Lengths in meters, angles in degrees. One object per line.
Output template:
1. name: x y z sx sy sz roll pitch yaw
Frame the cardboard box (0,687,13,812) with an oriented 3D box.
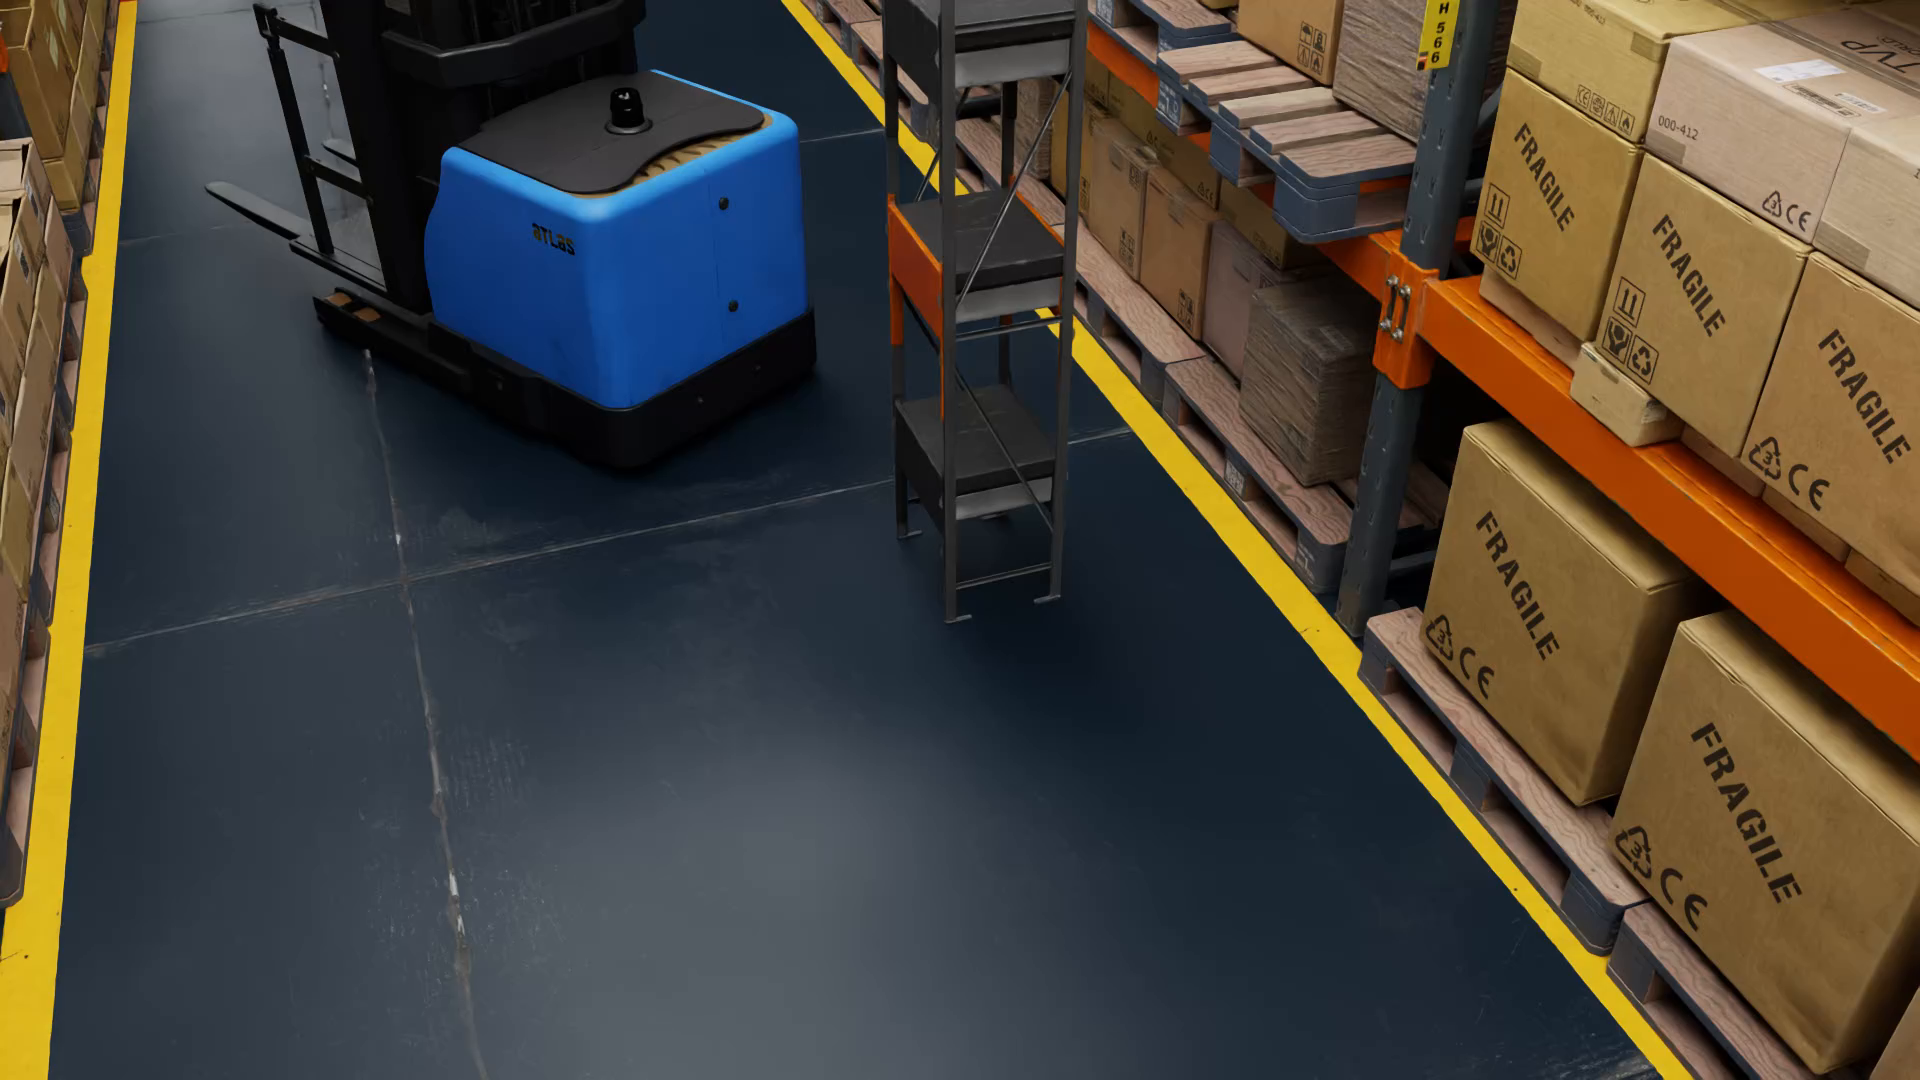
1. cardboard box: -2.847 0.588 4.413 0.500 0.250 0.500 -13 39 -16

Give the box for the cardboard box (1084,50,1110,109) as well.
1. cardboard box: 0.754 -2.090 7.120 0.500 0.250 0.500 -13 39 -17

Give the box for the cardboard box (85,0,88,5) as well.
1. cardboard box: -4.874 -3.071 8.647 0.500 0.500 0.500 -12 39 -16

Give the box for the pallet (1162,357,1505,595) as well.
1. pallet: 1.439 -0.342 6.028 1.003 0.211 1.213 -12 39 -16

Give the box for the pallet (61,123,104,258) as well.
1. pallet: -4.554 -1.590 7.685 1.003 0.211 1.213 -12 39 -16

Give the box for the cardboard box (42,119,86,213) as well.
1. cardboard box: -4.194 -1.640 7.370 0.500 0.250 0.500 -12 39 -16

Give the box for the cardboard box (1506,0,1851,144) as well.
1. cardboard box: 1.631 -1.154 3.818 0.500 0.250 0.500 -12 38 -15

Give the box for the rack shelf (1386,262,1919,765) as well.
1. rack shelf: 2.395 0.404 3.319 1.077 0.370 4.000 -12 39 -16

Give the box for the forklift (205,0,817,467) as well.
1. forklift: -2.027 -2.169 6.194 3.031 2.935 1.130 26 44 30

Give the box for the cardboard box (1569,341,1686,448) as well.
1. cardboard box: 1.693 -0.376 3.948 0.380 0.149 0.250 -11 38 -15

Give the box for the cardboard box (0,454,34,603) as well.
1. cardboard box: -3.206 0.012 5.178 0.500 0.250 0.500 -13 39 -17

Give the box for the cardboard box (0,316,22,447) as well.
1. cardboard box: -3.387 -0.510 5.404 0.500 0.311 0.500 -13 39 -17

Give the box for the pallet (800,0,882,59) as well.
1. pallet: -0.358 -3.222 9.852 1.003 0.211 1.213 -12 39 -16

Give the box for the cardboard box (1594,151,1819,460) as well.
1. cardboard box: 1.805 -0.555 3.647 0.500 0.500 0.500 -11 38 -14

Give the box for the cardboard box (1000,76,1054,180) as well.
1. cardboard box: 0.599 -2.038 7.675 0.700 0.500 0.500 -11 38 -14

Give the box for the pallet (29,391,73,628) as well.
1. pallet: -3.606 -0.033 5.619 1.003 0.211 1.213 -12 39 -16

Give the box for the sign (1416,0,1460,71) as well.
1. sign: 1.201 -1.327 4.122 0.100 0.325 0.005 -12 39 -16

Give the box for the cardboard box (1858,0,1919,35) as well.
1. cardboard box: 2.281 -0.984 3.593 0.500 0.250 0.500 -14 39 -17

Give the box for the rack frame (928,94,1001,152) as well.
1. rack frame: 0.330 -3.273 7.602 1.000 3.000 0.127 -12 39 -16

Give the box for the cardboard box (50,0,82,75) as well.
1. cardboard box: -4.529 -2.506 7.897 0.500 0.500 0.500 -12 39 -16

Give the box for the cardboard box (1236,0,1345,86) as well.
1. cardboard box: 1.318 -1.803 5.202 0.700 0.500 0.500 -16 40 -20

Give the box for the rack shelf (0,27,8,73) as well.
1. rack shelf: -3.631 -0.828 4.955 1.077 0.370 4.000 -12 39 -16

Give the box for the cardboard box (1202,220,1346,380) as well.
1. cardboard box: 1.342 -0.902 6.166 0.700 0.500 0.500 -13 39 -16

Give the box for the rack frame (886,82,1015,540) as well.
1. rack frame: -0.027 -0.883 5.177 0.400 2.100 0.015 -12 39 -16

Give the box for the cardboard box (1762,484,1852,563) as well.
1. cardboard box: 1.993 -0.114 3.601 0.380 0.149 0.250 -12 39 -15

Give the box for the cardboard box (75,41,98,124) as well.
1. cardboard box: -4.529 -2.207 8.123 0.500 0.250 0.500 -12 39 -16

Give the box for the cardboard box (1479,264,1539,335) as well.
1. cardboard box: 1.603 -0.687 4.362 0.380 0.149 0.250 -13 39 -17

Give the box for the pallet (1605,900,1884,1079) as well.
1. pallet: 2.323 1.249 3.916 1.003 0.211 1.213 -12 39 -16

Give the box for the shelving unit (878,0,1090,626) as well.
1. shelving unit: 0.057 -0.745 4.994 0.431 2.100 0.503 -12 39 -16

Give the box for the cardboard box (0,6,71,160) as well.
1. cardboard box: -4.185 -1.941 7.147 0.500 0.500 0.500 -12 39 -16

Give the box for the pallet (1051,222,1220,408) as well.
1. pallet: 1.023 -1.030 6.941 1.003 0.211 1.213 -12 39 -16

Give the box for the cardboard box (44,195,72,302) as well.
1. cardboard box: -3.905 -1.141 6.708 0.500 0.250 0.500 -13 39 -16

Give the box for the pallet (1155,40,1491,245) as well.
1. pallet: 1.362 -1.318 5.165 1.213 0.211 1.003 -12 39 -16

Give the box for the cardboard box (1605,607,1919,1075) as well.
1. cardboard box: 2.132 0.616 3.877 0.750 0.750 0.750 -13 39 -16

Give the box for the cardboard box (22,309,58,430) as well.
1. cardboard box: -3.556 -0.566 5.944 0.500 0.250 0.500 -12 39 -15

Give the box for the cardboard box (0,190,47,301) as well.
1. cardboard box: -3.726 -1.077 6.157 0.500 0.311 0.500 -11 38 -15

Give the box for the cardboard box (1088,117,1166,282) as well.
1. cardboard box: 0.962 -1.460 6.907 0.700 0.500 0.500 -12 39 -15

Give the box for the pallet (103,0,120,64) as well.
1. pallet: -5.393 -2.968 9.515 1.003 0.211 1.213 -12 39 -16

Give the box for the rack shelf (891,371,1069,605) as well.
1. rack shelf: 0.057 -0.175 5.423 0.431 0.518 0.480 -12 39 -16

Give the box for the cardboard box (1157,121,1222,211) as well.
1. cardboard box: 1.091 -1.511 6.351 0.500 0.250 0.500 -13 39 -16

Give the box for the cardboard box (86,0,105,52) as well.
1. cardboard box: -4.877 -2.771 8.872 0.500 0.250 0.500 -12 39 -16

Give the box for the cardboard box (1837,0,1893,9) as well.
1. cardboard box: 2.106 -1.277 3.983 0.500 0.250 0.500 -11 38 -15
